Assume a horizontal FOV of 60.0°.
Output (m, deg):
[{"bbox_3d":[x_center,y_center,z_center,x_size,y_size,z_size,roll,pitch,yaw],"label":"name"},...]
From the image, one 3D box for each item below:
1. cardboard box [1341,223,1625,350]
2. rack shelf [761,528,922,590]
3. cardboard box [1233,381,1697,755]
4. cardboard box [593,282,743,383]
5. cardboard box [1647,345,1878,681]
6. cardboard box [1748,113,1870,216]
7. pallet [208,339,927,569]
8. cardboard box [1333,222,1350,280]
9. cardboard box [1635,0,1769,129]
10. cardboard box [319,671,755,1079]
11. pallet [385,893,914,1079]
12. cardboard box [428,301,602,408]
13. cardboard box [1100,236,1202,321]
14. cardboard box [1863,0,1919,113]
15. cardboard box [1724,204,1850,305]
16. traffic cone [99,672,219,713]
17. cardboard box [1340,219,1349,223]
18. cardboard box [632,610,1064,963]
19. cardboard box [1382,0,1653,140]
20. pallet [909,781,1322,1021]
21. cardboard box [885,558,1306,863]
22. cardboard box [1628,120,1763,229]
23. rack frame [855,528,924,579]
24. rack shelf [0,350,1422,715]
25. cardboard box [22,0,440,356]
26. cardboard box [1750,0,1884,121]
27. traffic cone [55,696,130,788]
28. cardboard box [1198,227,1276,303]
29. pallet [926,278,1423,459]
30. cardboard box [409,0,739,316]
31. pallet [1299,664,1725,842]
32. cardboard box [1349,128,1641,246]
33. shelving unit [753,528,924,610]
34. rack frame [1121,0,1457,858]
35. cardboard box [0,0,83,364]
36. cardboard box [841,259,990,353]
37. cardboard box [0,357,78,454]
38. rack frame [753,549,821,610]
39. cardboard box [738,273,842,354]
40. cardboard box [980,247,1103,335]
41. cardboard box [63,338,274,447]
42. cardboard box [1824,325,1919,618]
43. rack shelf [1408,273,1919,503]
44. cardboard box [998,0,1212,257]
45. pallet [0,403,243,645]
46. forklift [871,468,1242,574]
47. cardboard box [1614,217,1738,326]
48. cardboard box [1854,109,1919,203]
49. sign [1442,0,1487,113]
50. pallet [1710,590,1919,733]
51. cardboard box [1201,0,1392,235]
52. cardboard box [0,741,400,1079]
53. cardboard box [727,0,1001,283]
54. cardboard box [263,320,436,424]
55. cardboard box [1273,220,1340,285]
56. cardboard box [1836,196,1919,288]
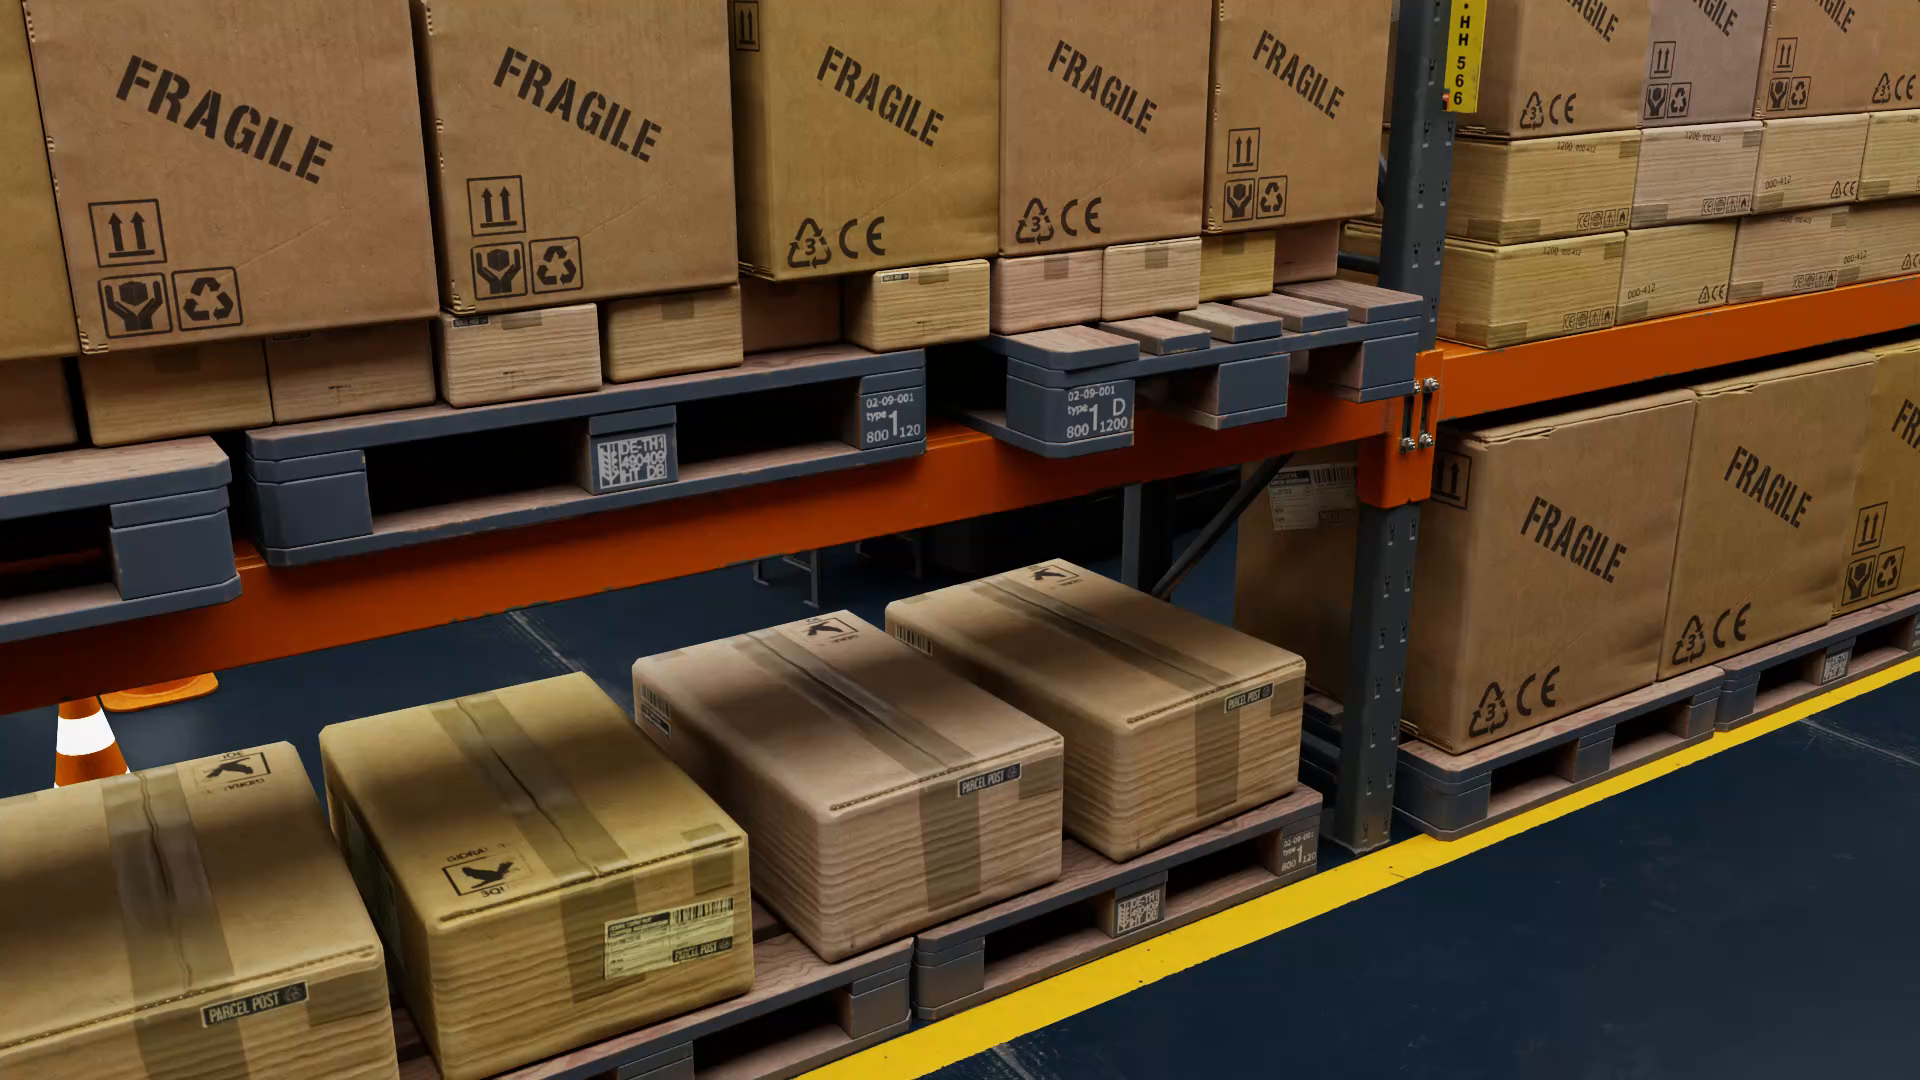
[{"bbox_3d":[1.351,-0.689,4.333,0.500,0.250,0.500,-12,22,-32],"label":"cardboard box"},{"bbox_3d":[-0.458,-0.167,6.187,0.480,0.518,0.431,-16,24,-39],"label":"rack shelf"},{"bbox_3d":[1.426,-0.033,4.820,0.875,0.875,0.875,-12,22,-32],"label":"cardboard box"},{"bbox_3d":[-0.591,-0.406,2.999,0.250,0.149,0.380,-13,22,-33],"label":"cardboard box"},{"bbox_3d":[2.173,-0.189,5.282,0.875,0.875,0.875,-12,22,-31],"label":"cardboard box"},{"bbox_3d":[2.218,-1.105,4.784,0.500,0.250,0.500,-12,22,-32],"label":"cardboard box"},{"bbox_3d":[-0.827,-0.291,3.220,1.213,0.211,1.003,-12,22,-31],"label":"pallet"},{"bbox_3d":[1.083,-0.829,4.746,0.500,0.250,0.500,-13,23,-33],"label":"cardboard box"},{"bbox_3d":[1.759,-1.373,4.407,0.500,0.500,0.500,-12,22,-31],"label":"cardboard box"},{"bbox_3d":[-0.922,0.666,3.539,0.625,0.372,0.950,-11,22,-30],"label":"cardboard box"},{"bbox_3d":[-0.868,0.931,3.662,1.213,0.211,1.003,-12,22,-31],"label":"pallet"},{"bbox_3d":[-0.798,-0.351,2.837,0.250,0.149,0.380,-11,22,-29],"label":"cardboard box"},{"bbox_3d":[0.289,-0.577,3.506,0.250,0.149,0.380,-12,22,-32],"label":"cardboard box"},{"bbox_3d":[2.623,-1.548,4.924,0.500,0.500,0.500,-12,22,-31],"label":"cardboard box"},{"bbox_3d":[2.211,-0.875,4.883,0.500,0.250,0.500,-11,22,-30],"label":"cardboard box"},{"bbox_3d":[-2.579,0.254,5.271,0.334,0.463,0.336,-12,22,-31],"label":"traffic cone"},{"bbox_3d":[1.068,-1.060,4.650,0.500,0.250,0.500,-12,22,-32],"label":"cardboard box"},{"bbox_3d":[-0.286,0.534,3.929,0.625,0.372,0.950,-12,22,-32],"label":"cardboard box"},{"bbox_3d":[1.350,-1.284,4.140,0.500,0.500,0.500,-13,22,-33],"label":"cardboard box"},{"bbox_3d":[0.150,0.717,4.294,1.213,0.211,1.003,-12,22,-31],"label":"pallet"},{"bbox_3d":[0.326,0.402,4.320,0.625,0.372,0.950,-14,23,-35],"label":"cardboard box"},{"bbox_3d":[1.795,-1.021,4.534,0.500,0.250,0.500,-11,22,-30],"label":"cardboard box"},{"bbox_3d":[-0.276,-0.895,6.113,0.015,2.100,0.400,-16,24,-39],"label":"rack frame"},{"bbox_3d":[-0.867,-0.048,3.326,4.000,0.370,1.077,-12,22,-31],"label":"rack shelf"},{"bbox_3d":[-1.150,-0.601,2.564,0.500,0.500,0.500,-12,22,-32],"label":"cardboard box"},{"bbox_3d":[2.199,-1.460,4.664,0.500,0.500,0.500,-11,22,-30],"label":"cardboard box"},{"bbox_3d":[-2.272,0.572,4.329,0.334,0.463,0.336,-12,22,-31],"label":"traffic cone"},{"bbox_3d":[0.475,-0.634,3.672,0.250,0.149,0.380,-12,22,-31],"label":"cardboard box"},{"bbox_3d":[0.267,-0.496,3.828,1.003,0.211,1.213,-12,22,-31],"label":"pallet"},{"bbox_3d":[-0.726,-0.695,2.840,0.500,0.500,0.500,-13,23,-34],"label":"cardboard box"},{"bbox_3d":[1.503,0.461,5.051,1.213,0.211,1.003,-12,22,-31],"label":"pallet"},{"bbox_3d":[1.362,-0.930,4.266,0.500,0.250,0.500,-12,22,-32],"label":"cardboard box"},{"bbox_3d":[-0.458,-0.843,5.959,0.503,2.100,0.431,-16,24,-39],"label":"shelving unit"},{"bbox_3d":[0.803,-0.741,4.253,0.127,3.000,1.000,-12,22,-31],"label":"rack frame"},{"bbox_3d":[-1.570,-0.518,2.317,0.500,0.500,0.500,-12,22,-31],"label":"cardboard box"},{"bbox_3d":[-0.148,-0.483,3.226,0.250,0.149,0.380,-11,22,-30],"label":"cardboard box"},{"bbox_3d":[-1.494,-0.241,2.511,0.250,0.149,0.380,-10,21,-28],"label":"cardboard box"},{"bbox_3d":[-0.640,-0.791,5.805,0.015,2.100,0.400,-16,24,-39],"label":"rack frame"},{"bbox_3d":[-0.427,-0.472,3.195,0.250,0.149,0.380,-12,22,-31],"label":"cardboard box"},{"bbox_3d":[0.075,-0.535,3.381,0.250,0.149,0.380,-13,23,-34],"label":"cardboard box"},{"bbox_3d":[-1.256,-0.275,2.612,0.250,0.149,0.380,-12,22,-31],"label":"cardboard box"},{"bbox_3d":[2.920,-0.346,5.747,0.875,0.875,0.875,-11,22,-30],"label":"cardboard box"},{"bbox_3d":[2.474,-0.753,5.410,4.000,0.370,1.077,-12,22,-31],"label":"rack shelf"},{"bbox_3d":[0.151,-0.880,3.387,0.500,0.500,0.500,-12,22,-32],"label":"cardboard box"},{"bbox_3d":[-1.819,-0.041,2.483,1.213,0.211,1.003,-12,22,-31],"label":"pallet"},{"bbox_3d":[0.837,-1.628,6.983,3.031,2.935,1.130,-16,24,-39],"label":"forklift"},{"bbox_3d":[1.770,-0.784,4.615,0.500,0.250,0.500,-13,22,-33],"label":"cardboard box"},{"bbox_3d":[2.649,-1.191,5.038,0.500,0.250,0.500,-11,22,-30],"label":"cardboard box"},{"bbox_3d":[1.110,-1.109,3.656,0.005,0.325,0.100,-12,22,-31],"label":"sign"},{"bbox_3d":[2.521,0.248,5.683,1.213,0.211,1.003,-12,22,-31],"label":"pallet"},{"bbox_3d":[0.577,-0.974,3.665,0.500,0.500,0.500,-13,22,-33],"label":"cardboard box"},{"bbox_3d":[-1.502,0.789,3.175,0.625,0.372,0.950,-10,21,-28],"label":"cardboard box"},{"bbox_3d":[-0.270,-0.791,3.123,0.500,0.500,0.500,-14,23,-35],"label":"cardboard box"},{"bbox_3d":[-1.049,-0.318,2.740,0.250,0.149,0.380,-12,22,-31],"label":"cardboard box"},{"bbox_3d":[0.659,-0.700,3.869,0.250,0.149,0.380,-11,22,-29],"label":"cardboard box"},{"bbox_3d":[2.621,-0.963,5.143,0.500,0.250,0.500,-12,22,-31],"label":"cardboard box"}]
